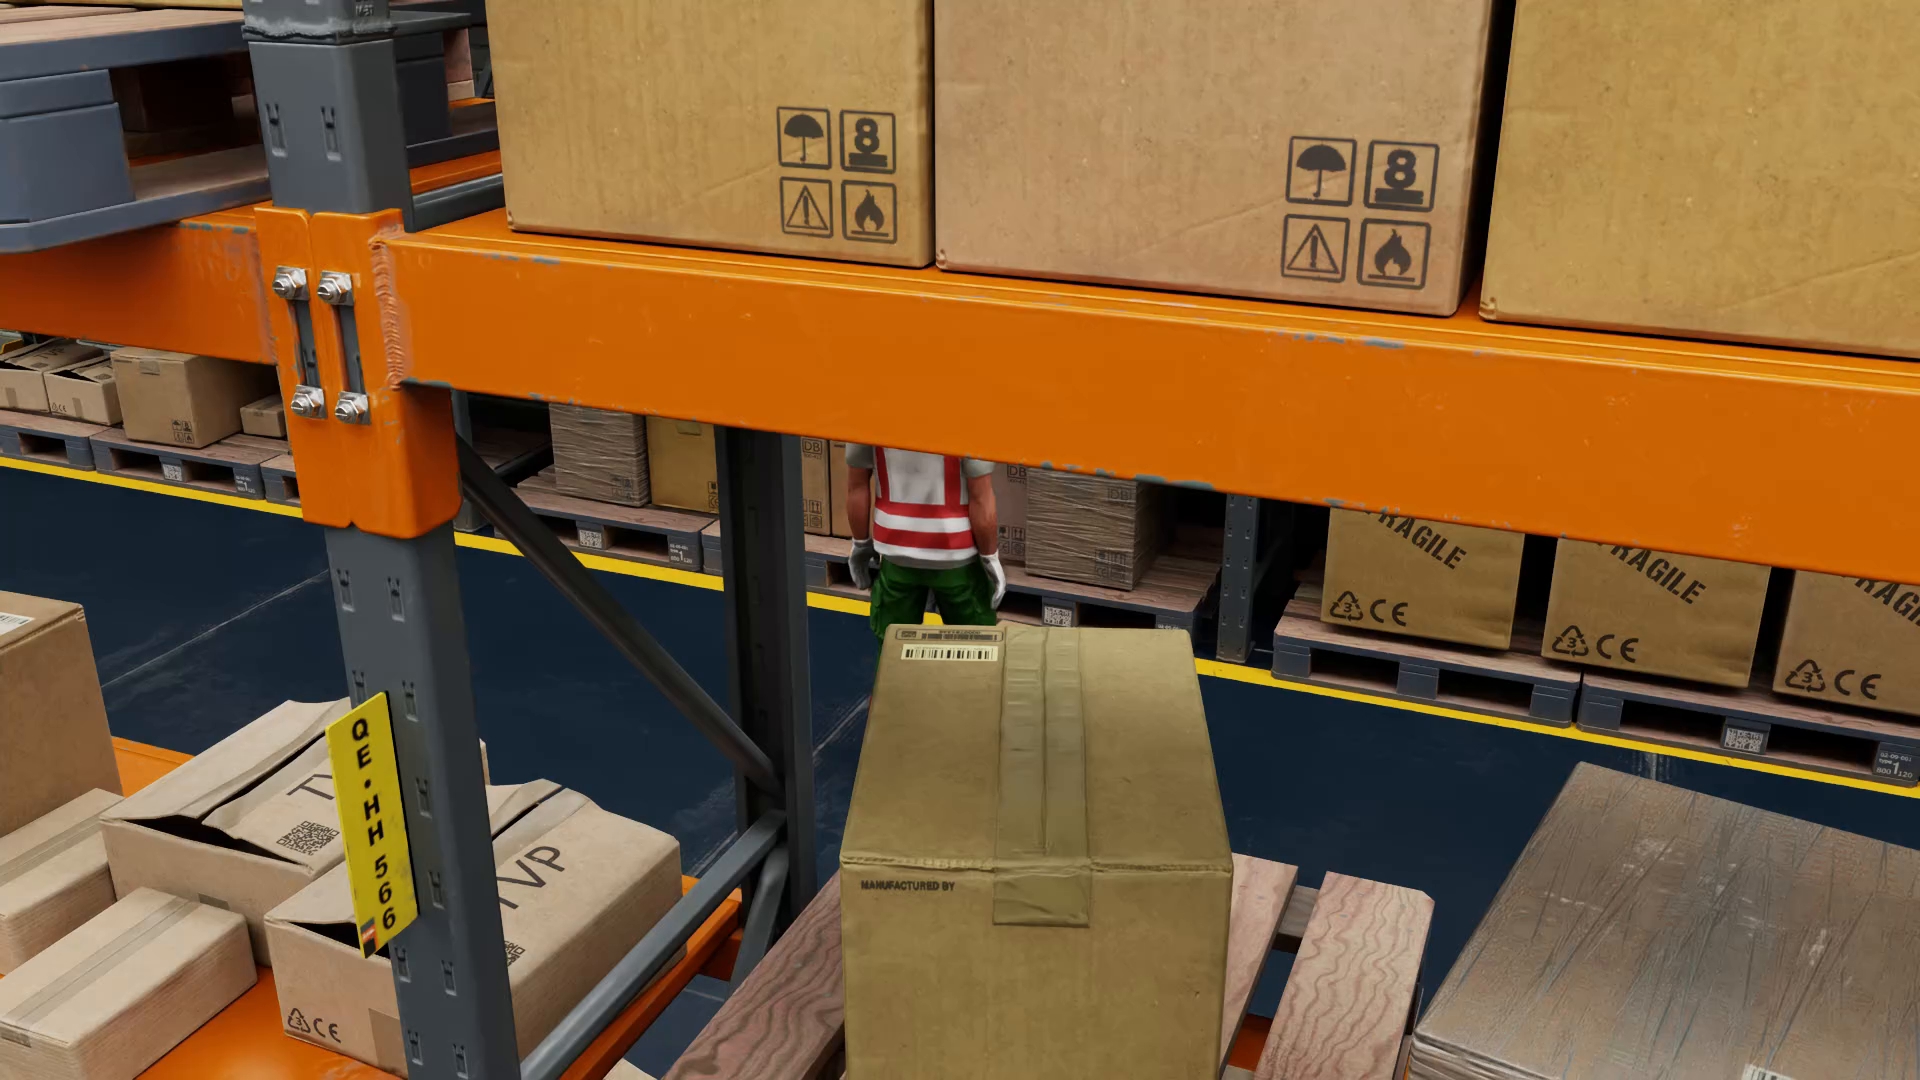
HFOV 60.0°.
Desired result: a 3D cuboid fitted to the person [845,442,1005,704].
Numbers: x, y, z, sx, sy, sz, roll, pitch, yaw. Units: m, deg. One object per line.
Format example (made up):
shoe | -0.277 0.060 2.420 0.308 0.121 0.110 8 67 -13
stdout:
person | -0.100 0.045 5.910 0.593 1.771 0.417 6 23 15
